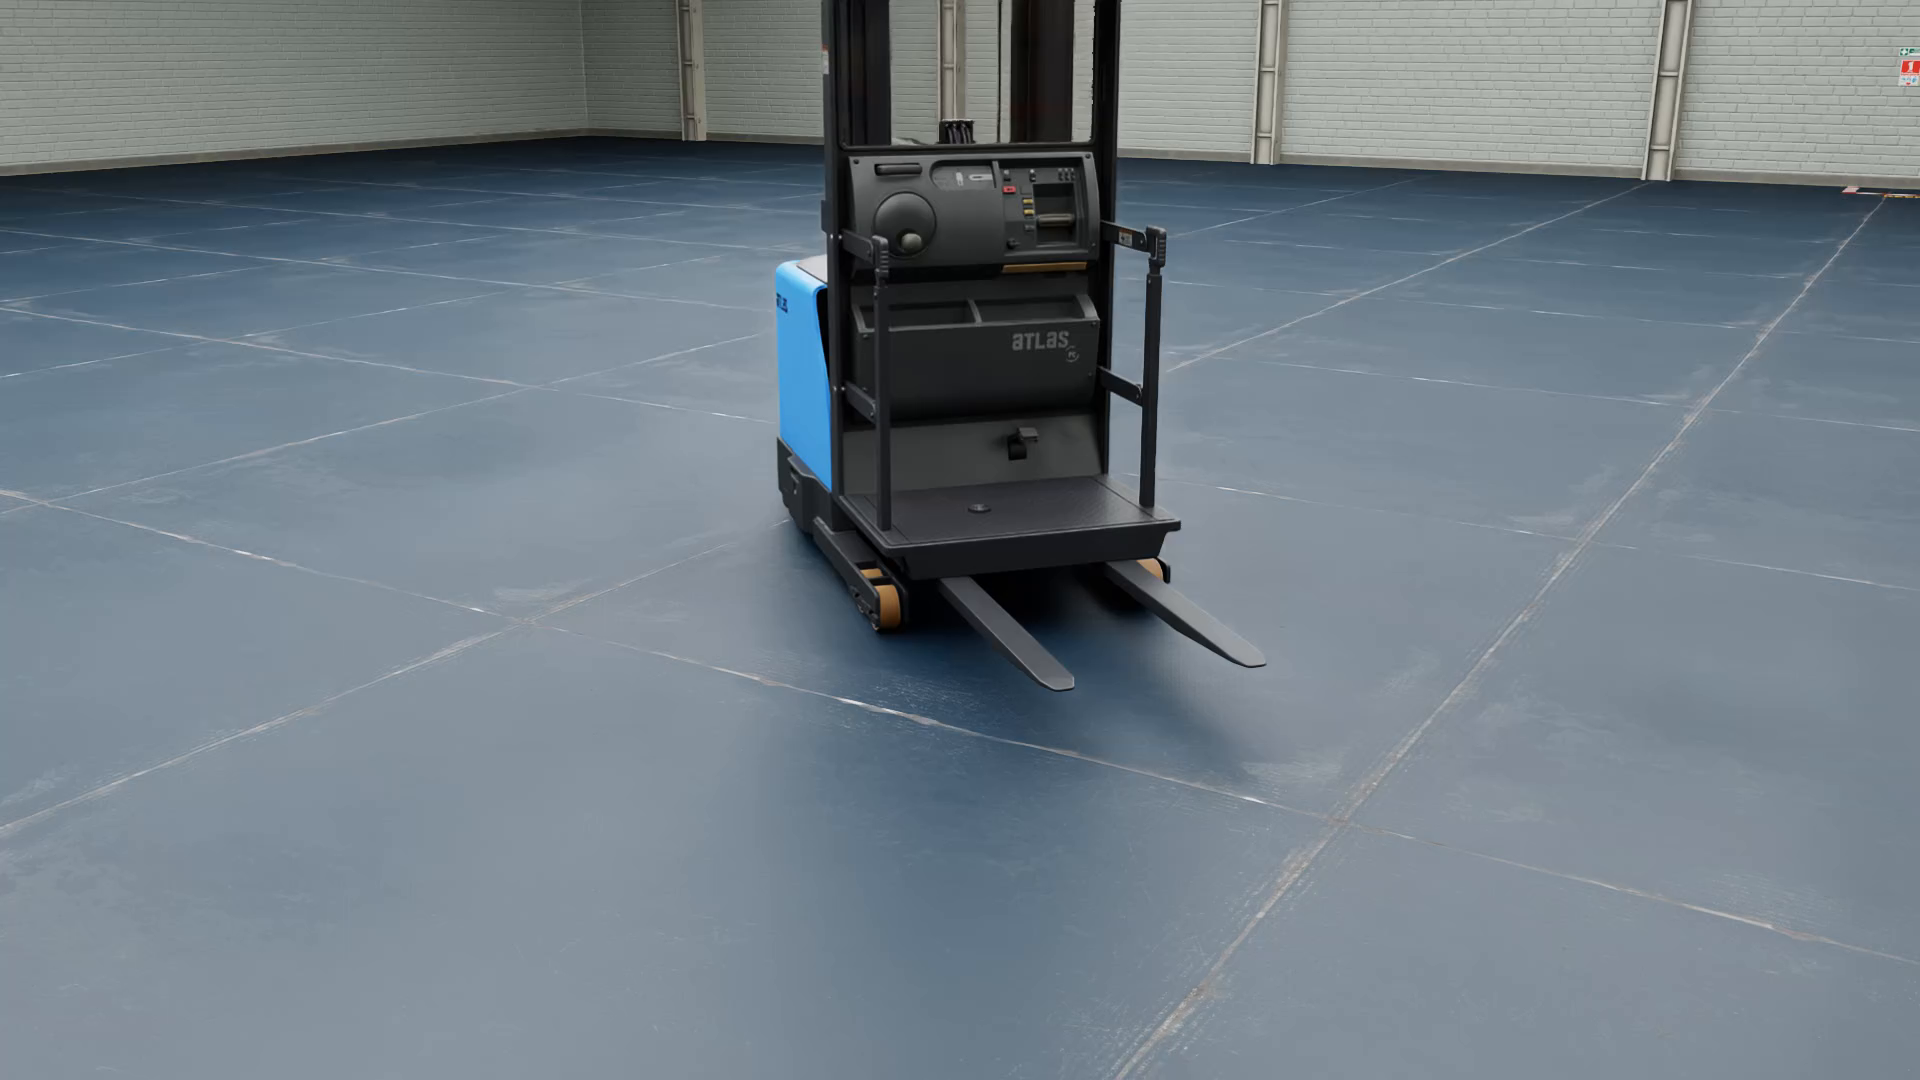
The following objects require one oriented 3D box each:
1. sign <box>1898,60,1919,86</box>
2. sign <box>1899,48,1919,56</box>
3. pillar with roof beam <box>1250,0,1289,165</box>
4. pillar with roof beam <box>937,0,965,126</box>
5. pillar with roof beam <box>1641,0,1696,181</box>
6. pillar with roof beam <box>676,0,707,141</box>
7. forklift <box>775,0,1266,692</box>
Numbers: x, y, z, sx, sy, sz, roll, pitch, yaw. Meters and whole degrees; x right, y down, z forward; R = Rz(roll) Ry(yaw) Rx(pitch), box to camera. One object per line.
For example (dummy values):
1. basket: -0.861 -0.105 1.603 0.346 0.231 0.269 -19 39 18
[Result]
1. sign: 12.680 -6.237 22.193 0.234 0.329 0.001 10 20 30
2. sign: 12.679 -6.488 22.106 0.331 0.109 0.001 10 20 30
3. pillar with roof beam: 2.704 -9.355 22.195 0.400 9.000 9.100 10 20 30
4. pillar with roof beam: -2.408 -10.268 25.200 0.400 9.000 9.100 10 20 30
5. pillar with roof beam: 7.817 -8.442 19.191 0.400 9.000 9.100 10 20 30
6. pillar with roof beam: -7.521 -11.180 28.204 0.400 9.000 9.100 10 20 30
7. forklift: 0.127 -1.212 5.828 1.130 2.935 3.031 -5 18 -17
